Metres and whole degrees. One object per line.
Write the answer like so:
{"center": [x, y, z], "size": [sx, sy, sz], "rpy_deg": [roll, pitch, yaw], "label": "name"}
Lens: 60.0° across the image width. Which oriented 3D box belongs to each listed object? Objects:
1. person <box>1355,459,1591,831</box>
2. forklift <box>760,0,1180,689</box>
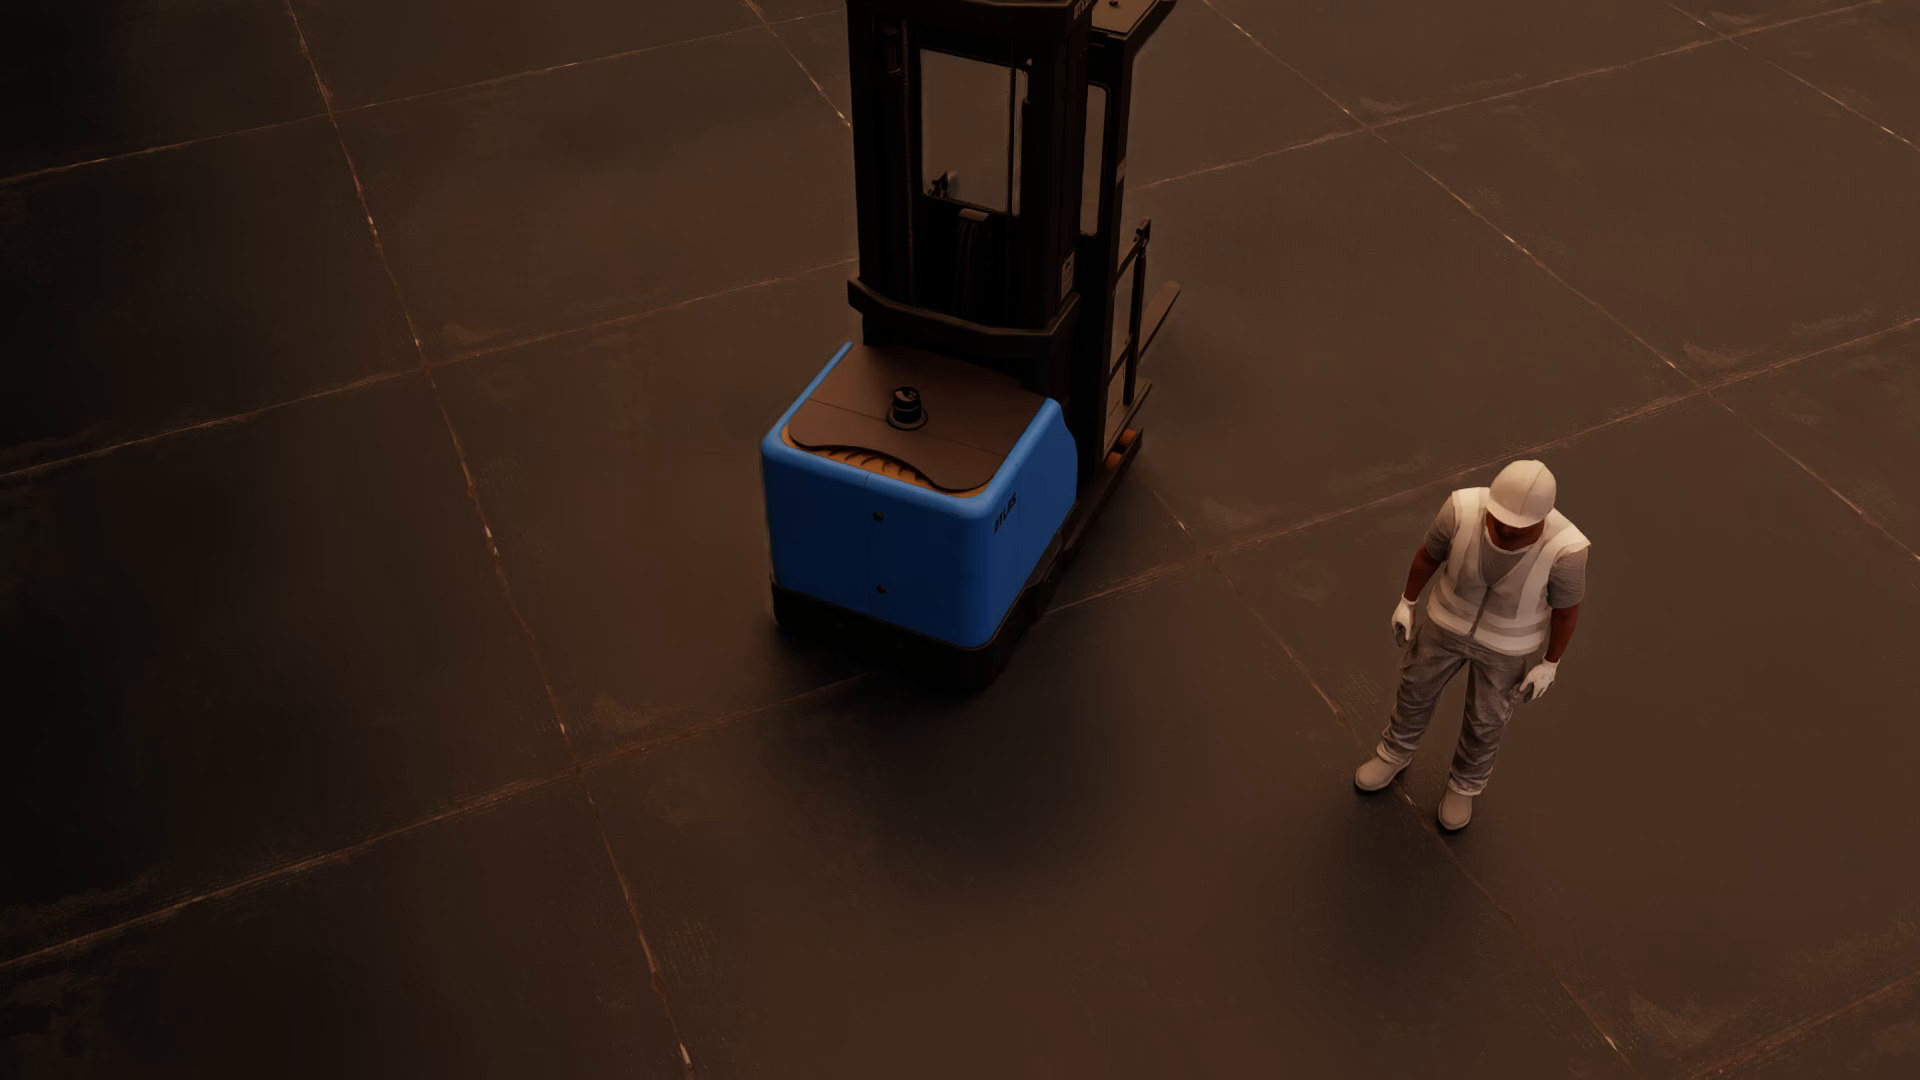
{"center": [1.906, 0.359, 6.147], "size": [0.623, 1.772, 0.451], "rpy_deg": [25, 49, 25], "label": "person"}
{"center": [0.252, -1.451, 7.235], "size": [1.130, 2.935, 3.031], "rpy_deg": [17, 46, 18], "label": "forklift"}
